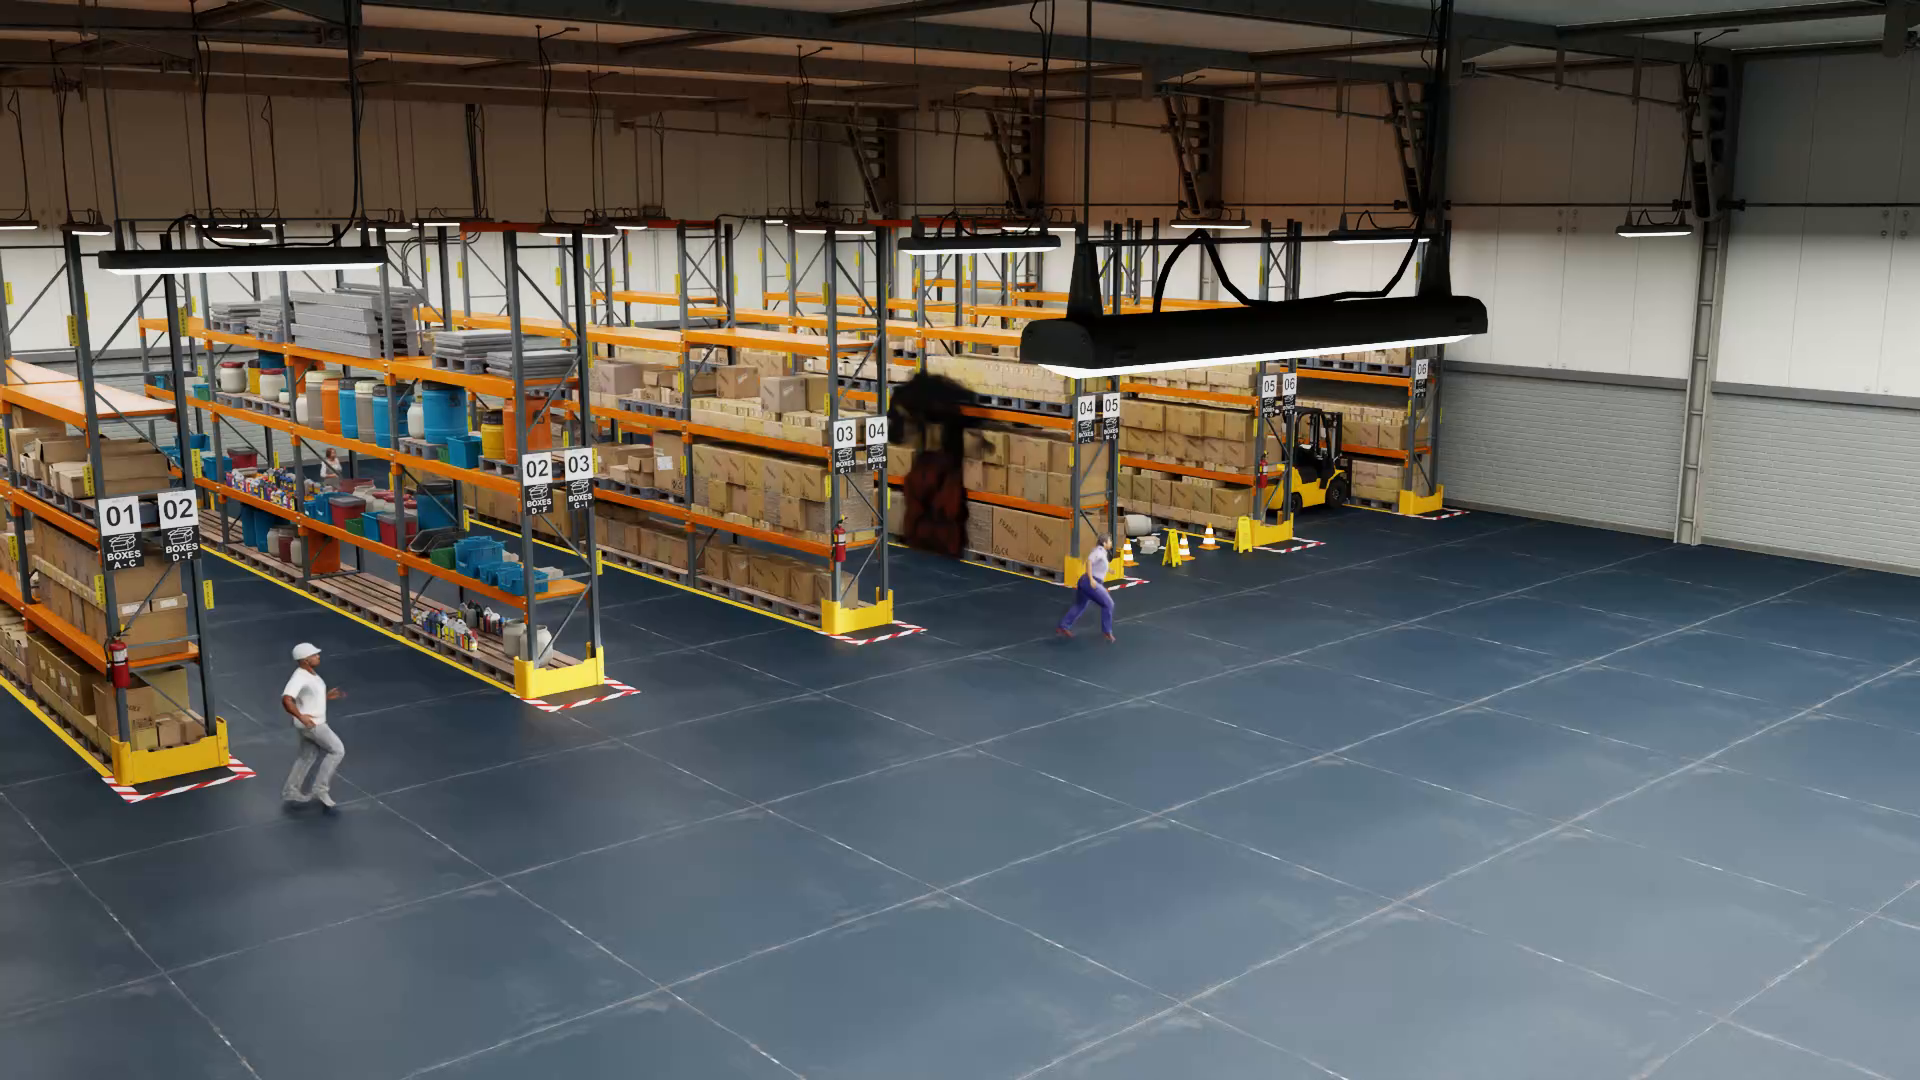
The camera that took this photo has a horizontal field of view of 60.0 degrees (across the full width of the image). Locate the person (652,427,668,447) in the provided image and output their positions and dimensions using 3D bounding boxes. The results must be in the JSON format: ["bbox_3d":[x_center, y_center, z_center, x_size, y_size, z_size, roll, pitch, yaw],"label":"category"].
[{"bbox_3d":[-6.361,-1.753,35.764,0.800,1.619,0.654,10,15,40],"label":"person"}]

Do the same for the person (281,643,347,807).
[{"bbox_3d":[-6.886,1.974,17.702,0.737,1.799,0.672,-5,13,-24],"label":"person"}]

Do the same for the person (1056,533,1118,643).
[{"bbox_3d":[1.872,0.721,24.338,0.907,1.629,0.597,-1,11,-7],"label":"person"}]

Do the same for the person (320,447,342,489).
[{"bbox_3d":[-12.409,-1.027,32.847,0.757,1.628,0.532,8,14,36],"label":"person"}]

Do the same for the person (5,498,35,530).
[{"bbox_3d":[-17.885,-0.752,31.356,0.682,1.690,0.729,8,14,34],"label":"person"}]
